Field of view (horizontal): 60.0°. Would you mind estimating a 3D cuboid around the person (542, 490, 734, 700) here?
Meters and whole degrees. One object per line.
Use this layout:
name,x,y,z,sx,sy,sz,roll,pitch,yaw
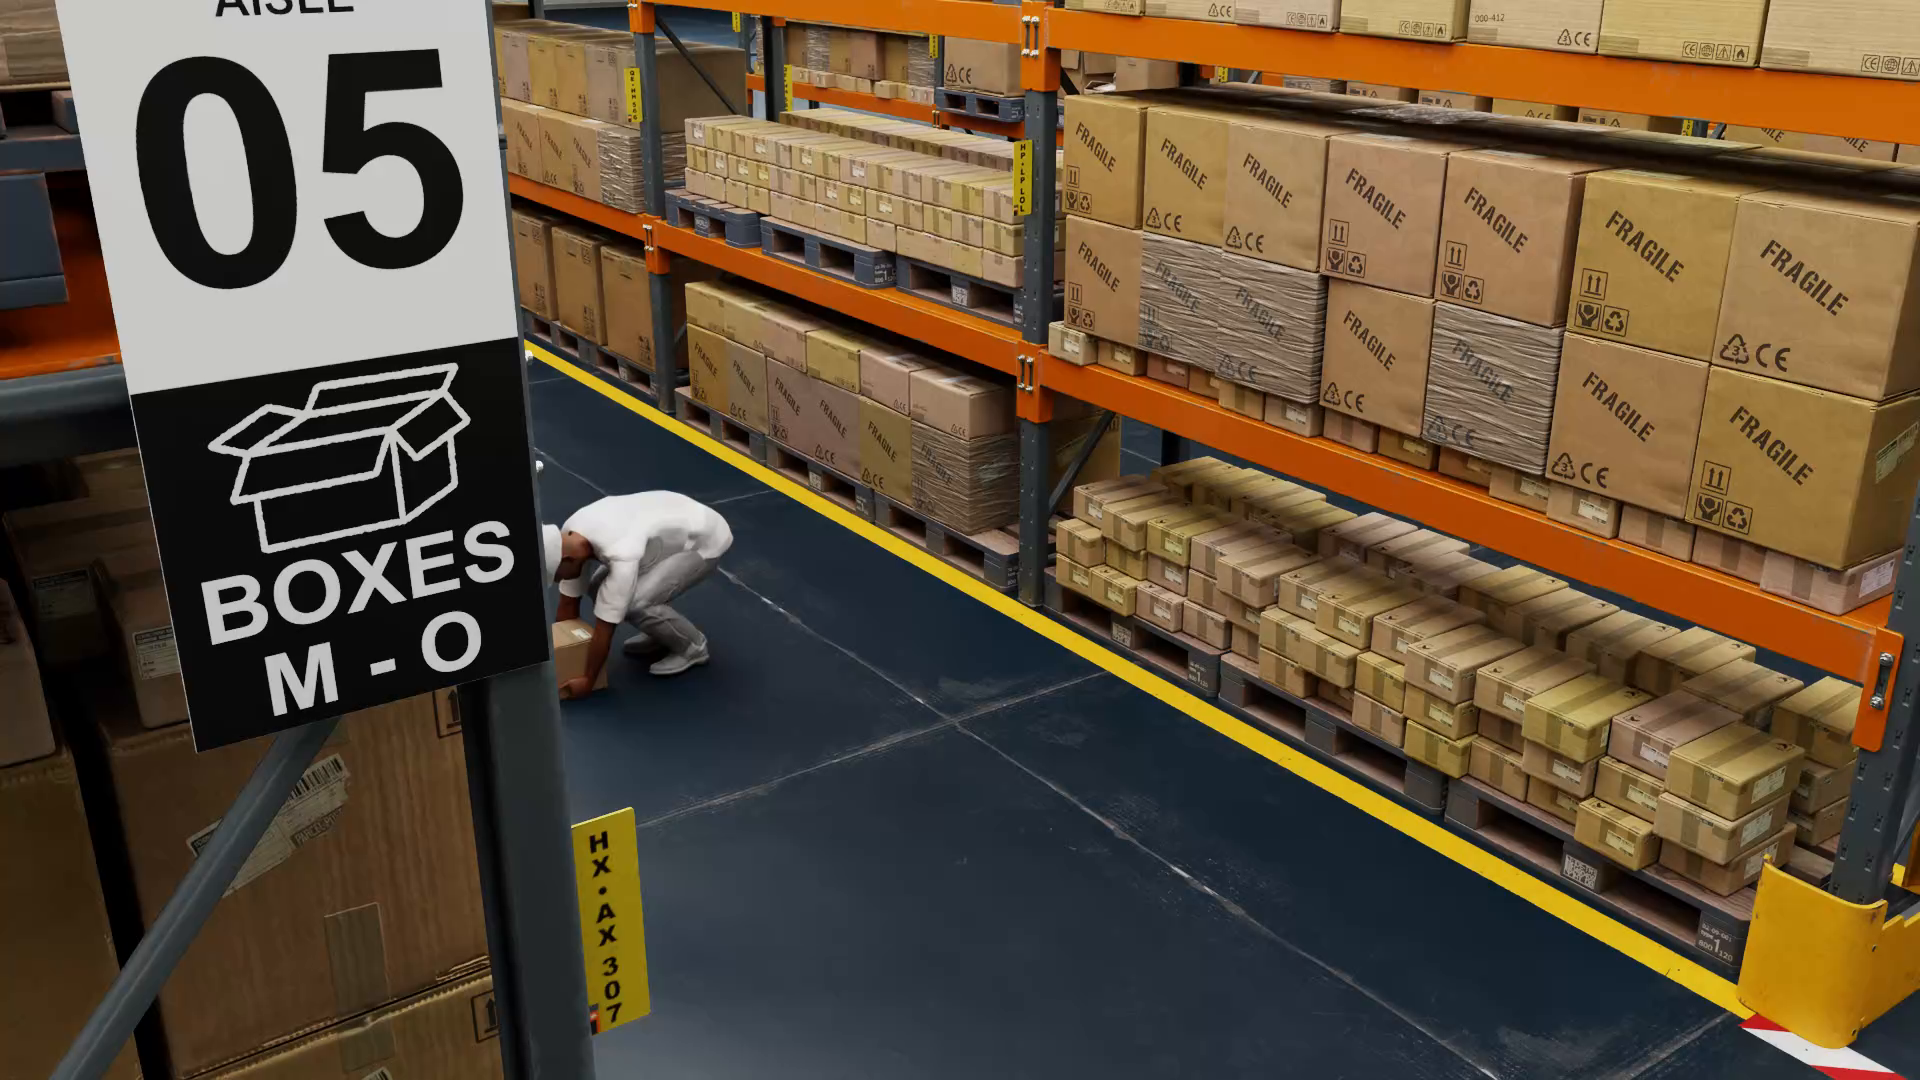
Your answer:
person,-1.463,0.215,7.355,0.974,0.822,0.519,-15,26,-34
